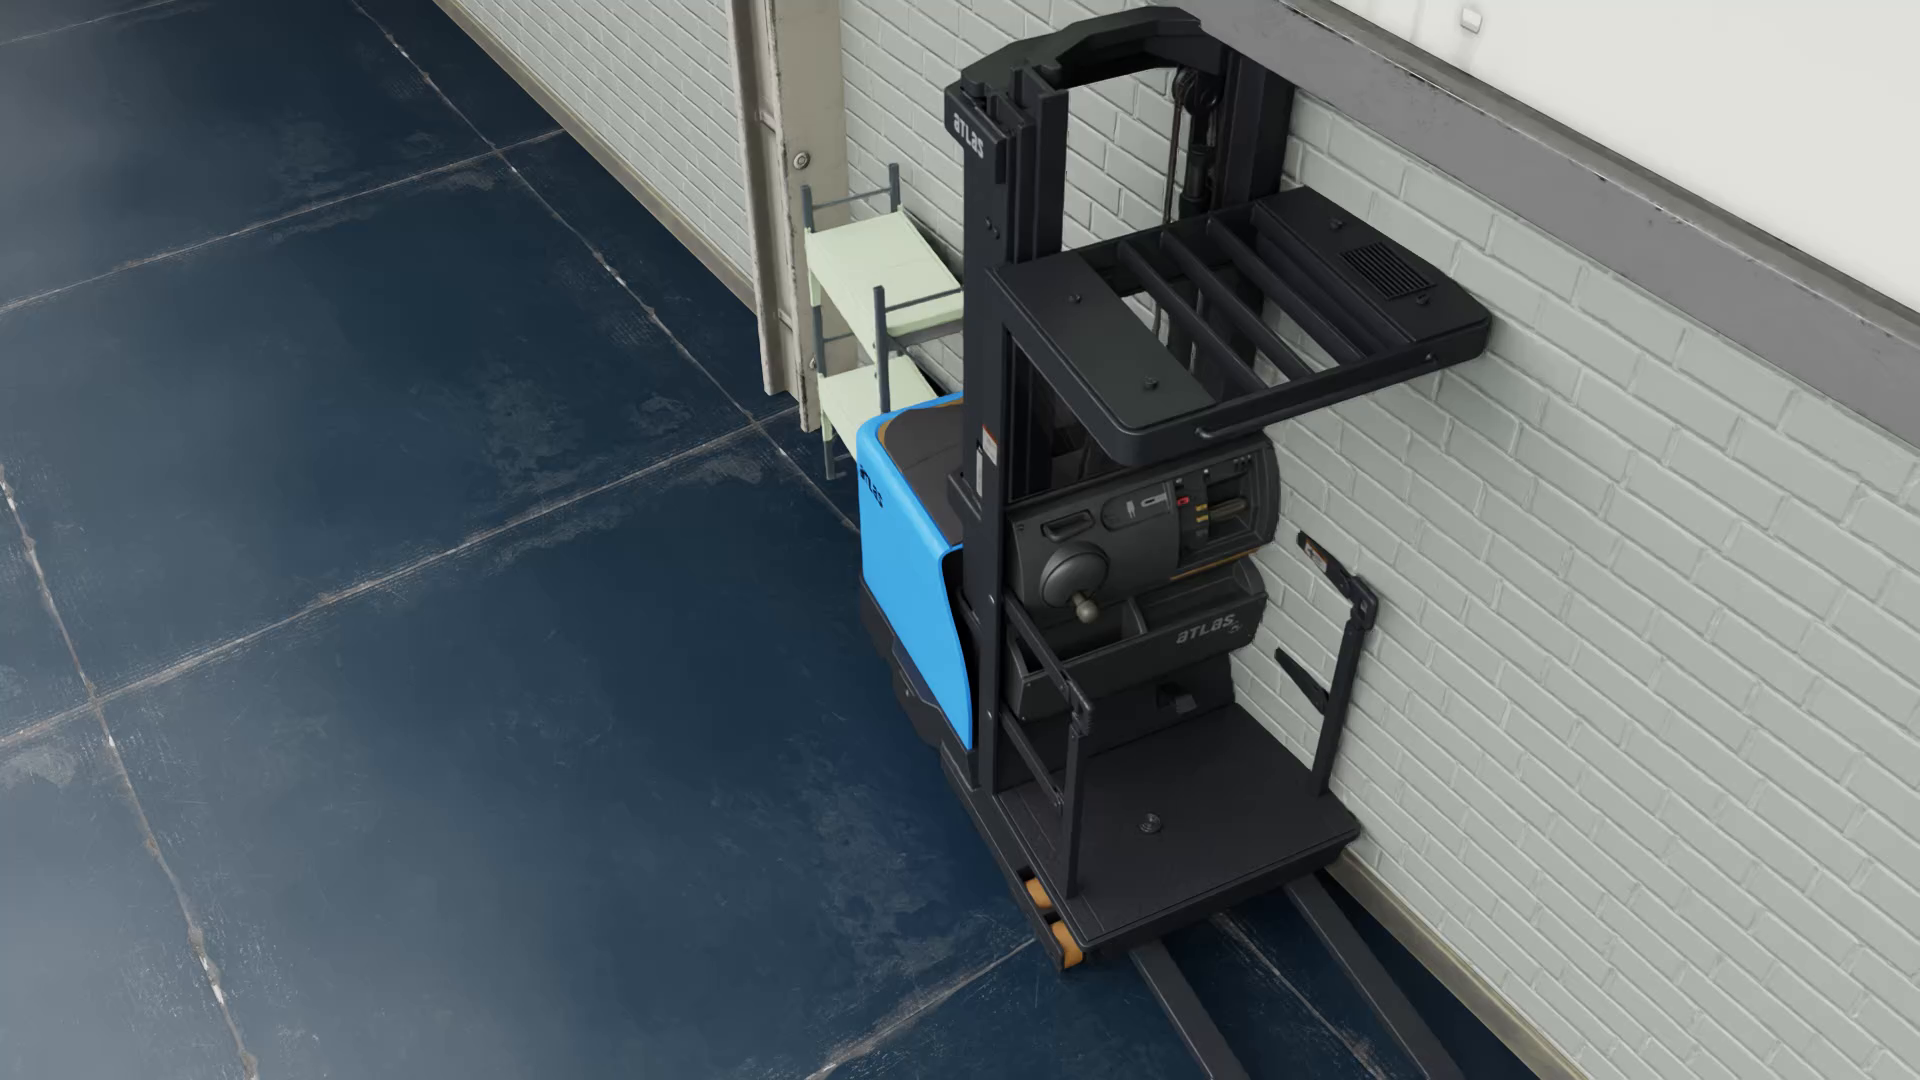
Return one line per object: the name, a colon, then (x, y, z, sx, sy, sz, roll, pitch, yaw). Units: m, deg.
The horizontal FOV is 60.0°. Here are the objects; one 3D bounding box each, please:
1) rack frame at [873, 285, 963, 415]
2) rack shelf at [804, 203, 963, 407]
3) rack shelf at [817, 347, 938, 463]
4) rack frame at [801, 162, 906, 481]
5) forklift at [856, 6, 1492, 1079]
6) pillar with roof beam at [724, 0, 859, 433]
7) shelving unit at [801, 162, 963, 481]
rack frame: (-0.113, -0.407, 6.453, 0.400, 1.500, 0.023, -18, 47, -17)
rack shelf: (-0.268, -0.917, 6.423, 0.431, 0.370, 0.720, -18, 47, -17)
rack shelf: (-0.261, -0.402, 6.921, 0.431, 0.370, 0.720, -18, 47, -17)
rack frame: (-0.416, -0.867, 6.935, 0.400, 1.500, 0.023, -18, 47, -17)
forklift: (0.684, 0.056, 5.060, 1.130, 2.935, 3.031, -18, 47, -18)
pillar with roof beam: (-4.235, -2.226, 3.056, 9.100, 9.000, 0.400, -26, 49, -24)
shelving unit: (-0.264, -0.637, 6.694, 0.431, 1.500, 0.755, -18, 47, -17)
